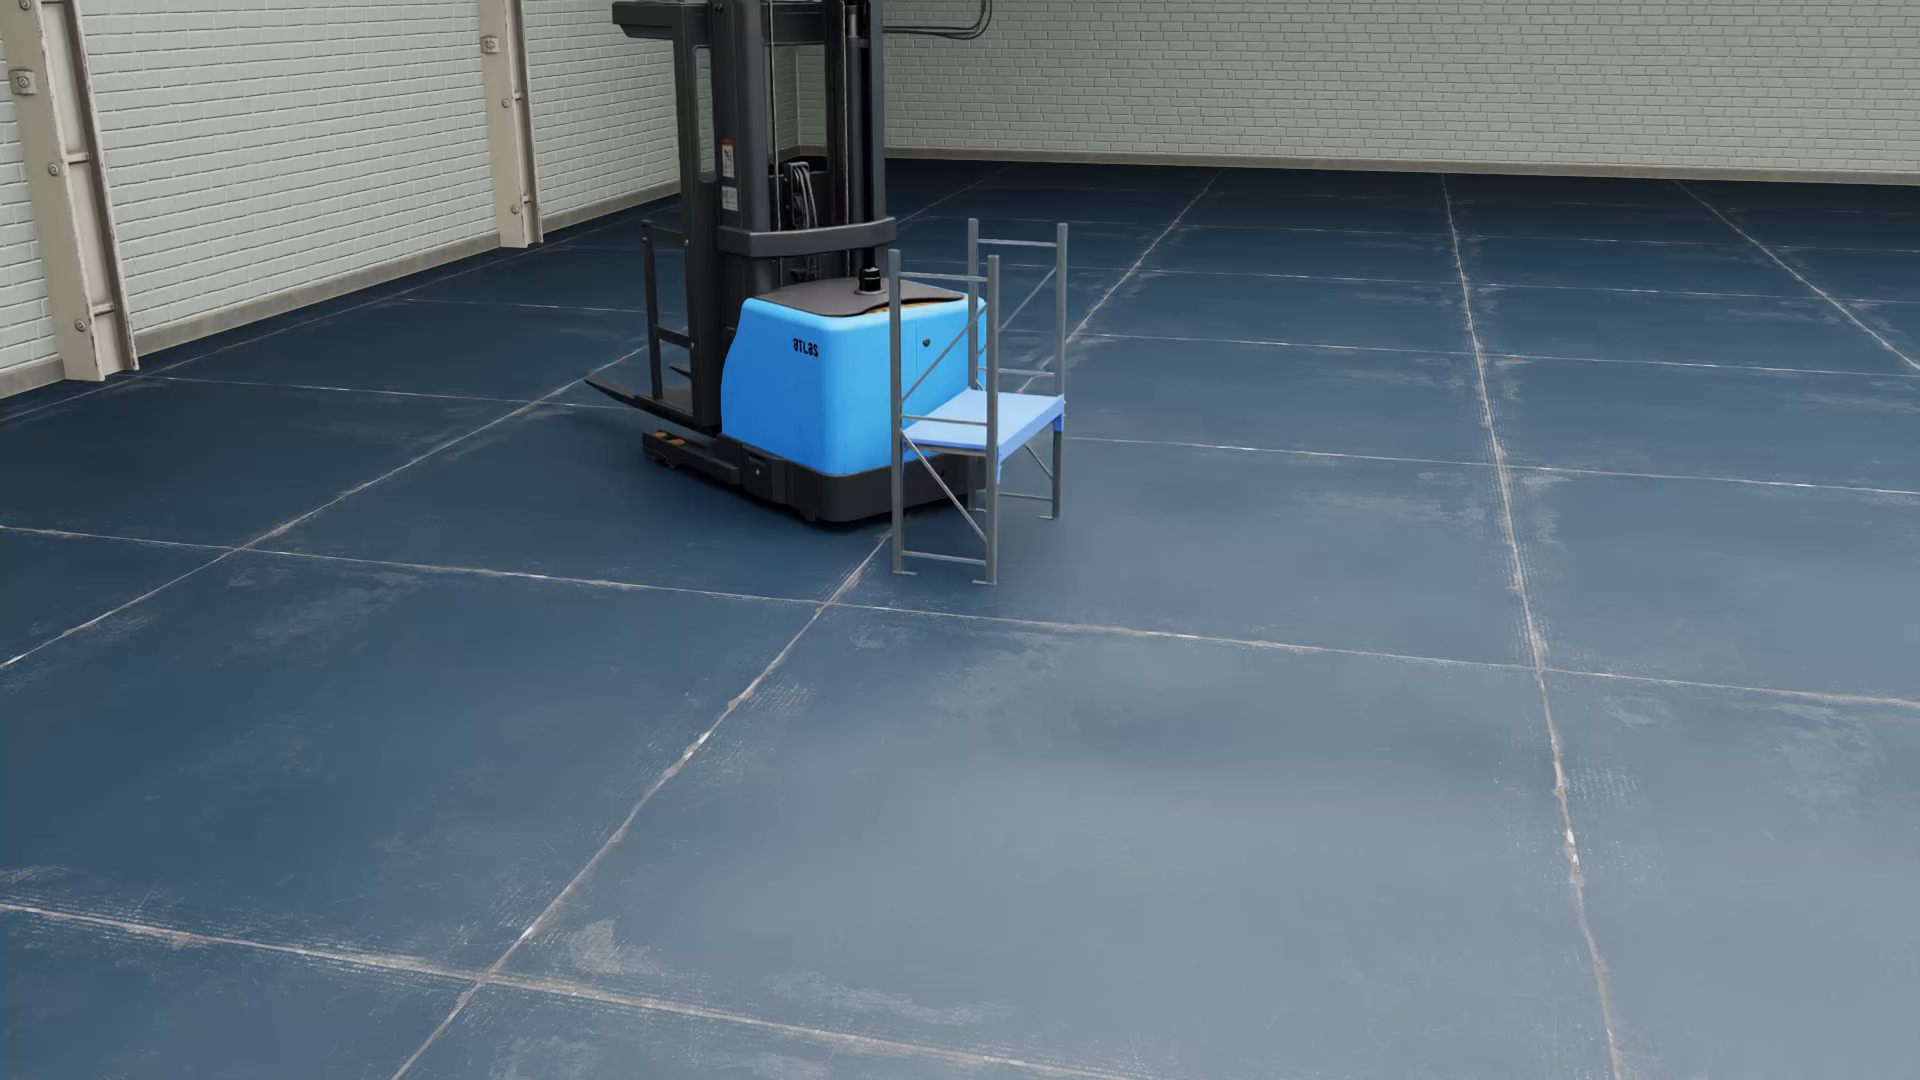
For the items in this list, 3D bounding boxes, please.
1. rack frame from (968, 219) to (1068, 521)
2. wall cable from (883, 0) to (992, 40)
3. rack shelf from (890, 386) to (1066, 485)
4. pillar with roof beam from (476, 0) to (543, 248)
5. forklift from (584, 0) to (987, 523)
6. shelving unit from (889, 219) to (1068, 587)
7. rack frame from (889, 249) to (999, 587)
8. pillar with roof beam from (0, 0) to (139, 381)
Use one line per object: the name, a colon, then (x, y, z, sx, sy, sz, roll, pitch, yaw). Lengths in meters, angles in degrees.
rack frame: (0.279, -0.837, 8.318, 0.500, 1.500, 0.032, 7, 20, 19)
wall cable: (-1.044, -8.527, 24.035, 3.097, 2.526, 0.112, 5, 19, 13)
rack shelf: (0.104, -0.513, 7.925, 0.538, 0.185, 1.000, 7, 20, 19)
pillar with roof beam: (-0.338, -6.957, 14.635, 9.100, 9.000, 0.400, 5, 19, 13)
forklift: (-1.160, -1.879, 9.155, 1.130, 2.935, 3.031, -15, 24, -37)
shelving unit: (0.104, -0.683, 7.867, 0.538, 1.500, 1.048, 7, 20, 19)
rack frame: (-0.072, -0.529, 7.415, 0.500, 1.500, 0.032, 7, 20, 19)
pillar with roof beam: (-1.804, -5.077, 9.129, 9.100, 9.000, 0.400, 5, 19, 13)
